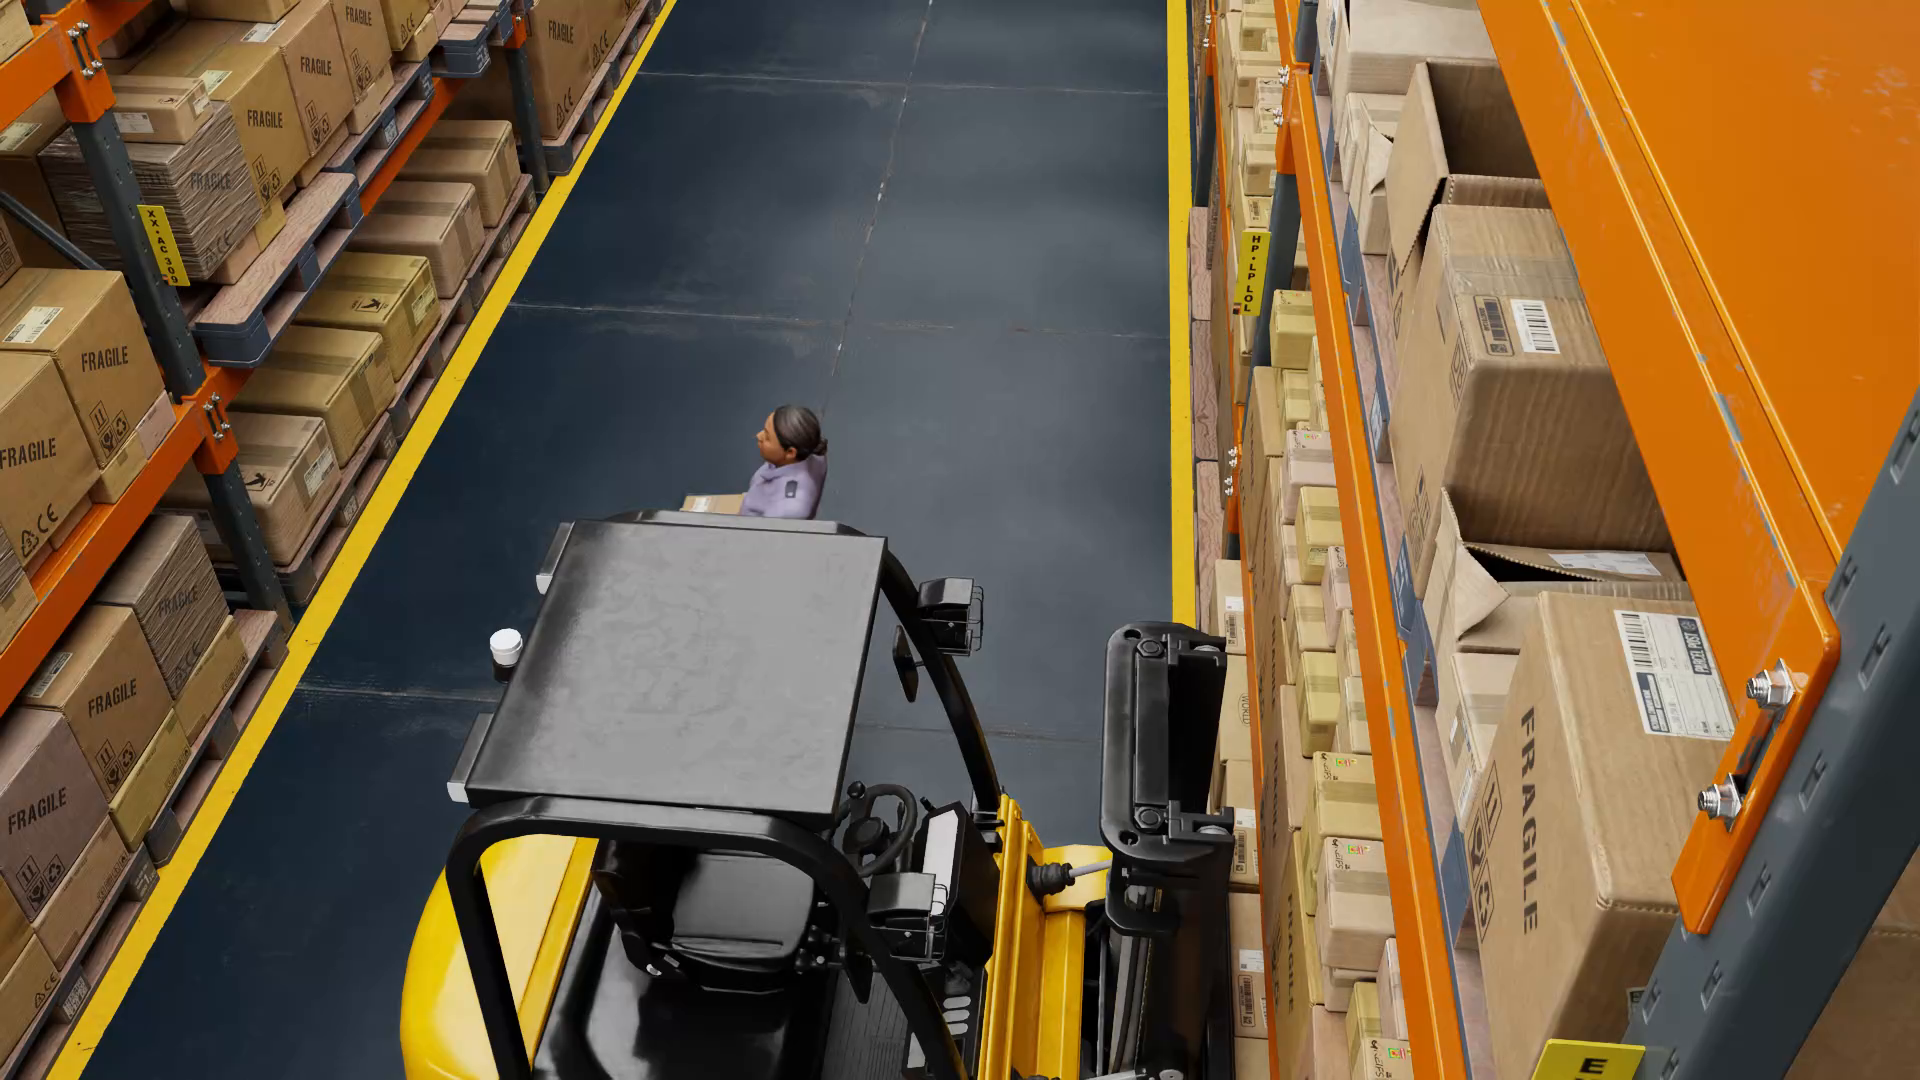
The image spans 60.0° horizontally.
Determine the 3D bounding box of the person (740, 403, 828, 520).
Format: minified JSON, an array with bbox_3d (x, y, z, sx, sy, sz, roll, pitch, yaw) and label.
[{"bbox_3d":[-0.720,0.155,6.293,0.514,1.624,0.454,3,40,4],"label":"person"}]
